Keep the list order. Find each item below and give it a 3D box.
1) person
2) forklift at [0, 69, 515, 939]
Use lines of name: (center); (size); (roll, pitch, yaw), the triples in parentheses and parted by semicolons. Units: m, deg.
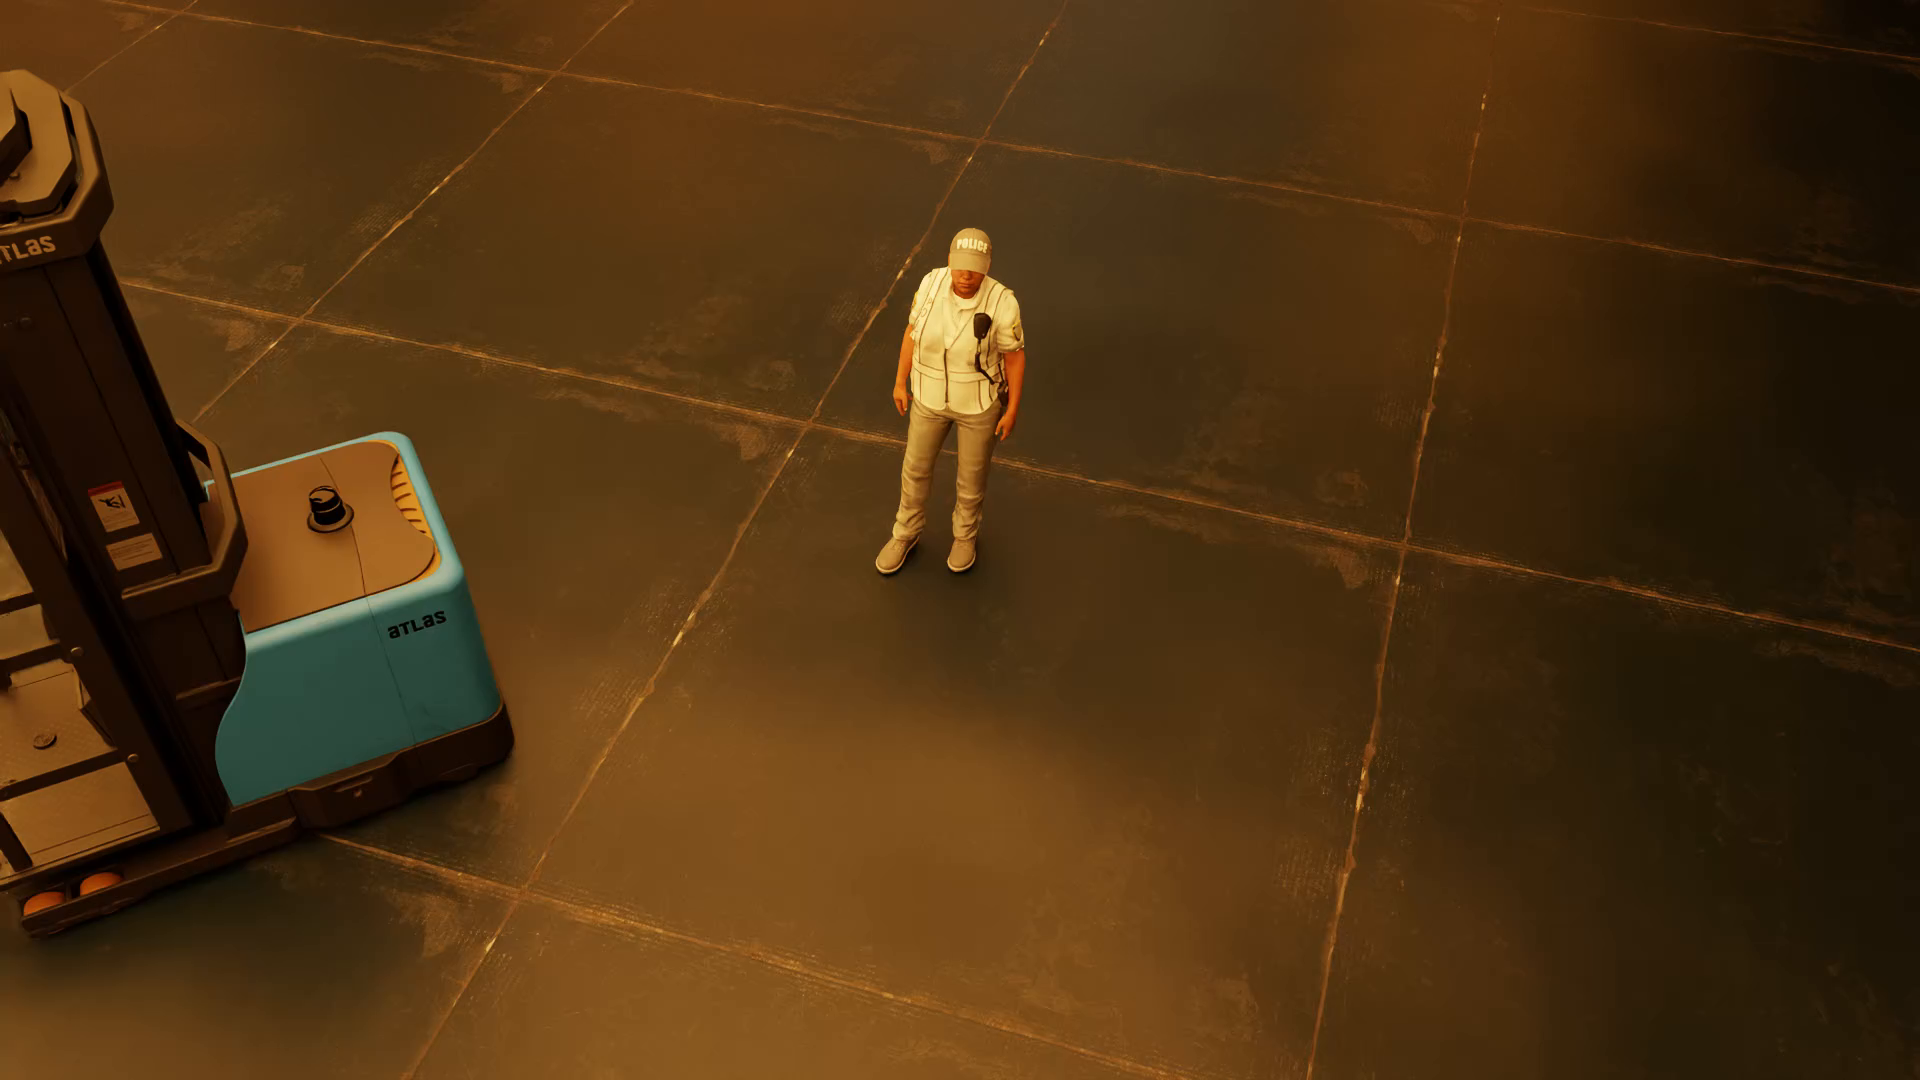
person: (-0.044, -0.571, 7.219); (0.599, 1.670, 0.529); (12, 44, 13)
forklift: (-3.385, -0.007, 5.696); (3.031, 2.935, 1.130); (-19, 46, -19)
